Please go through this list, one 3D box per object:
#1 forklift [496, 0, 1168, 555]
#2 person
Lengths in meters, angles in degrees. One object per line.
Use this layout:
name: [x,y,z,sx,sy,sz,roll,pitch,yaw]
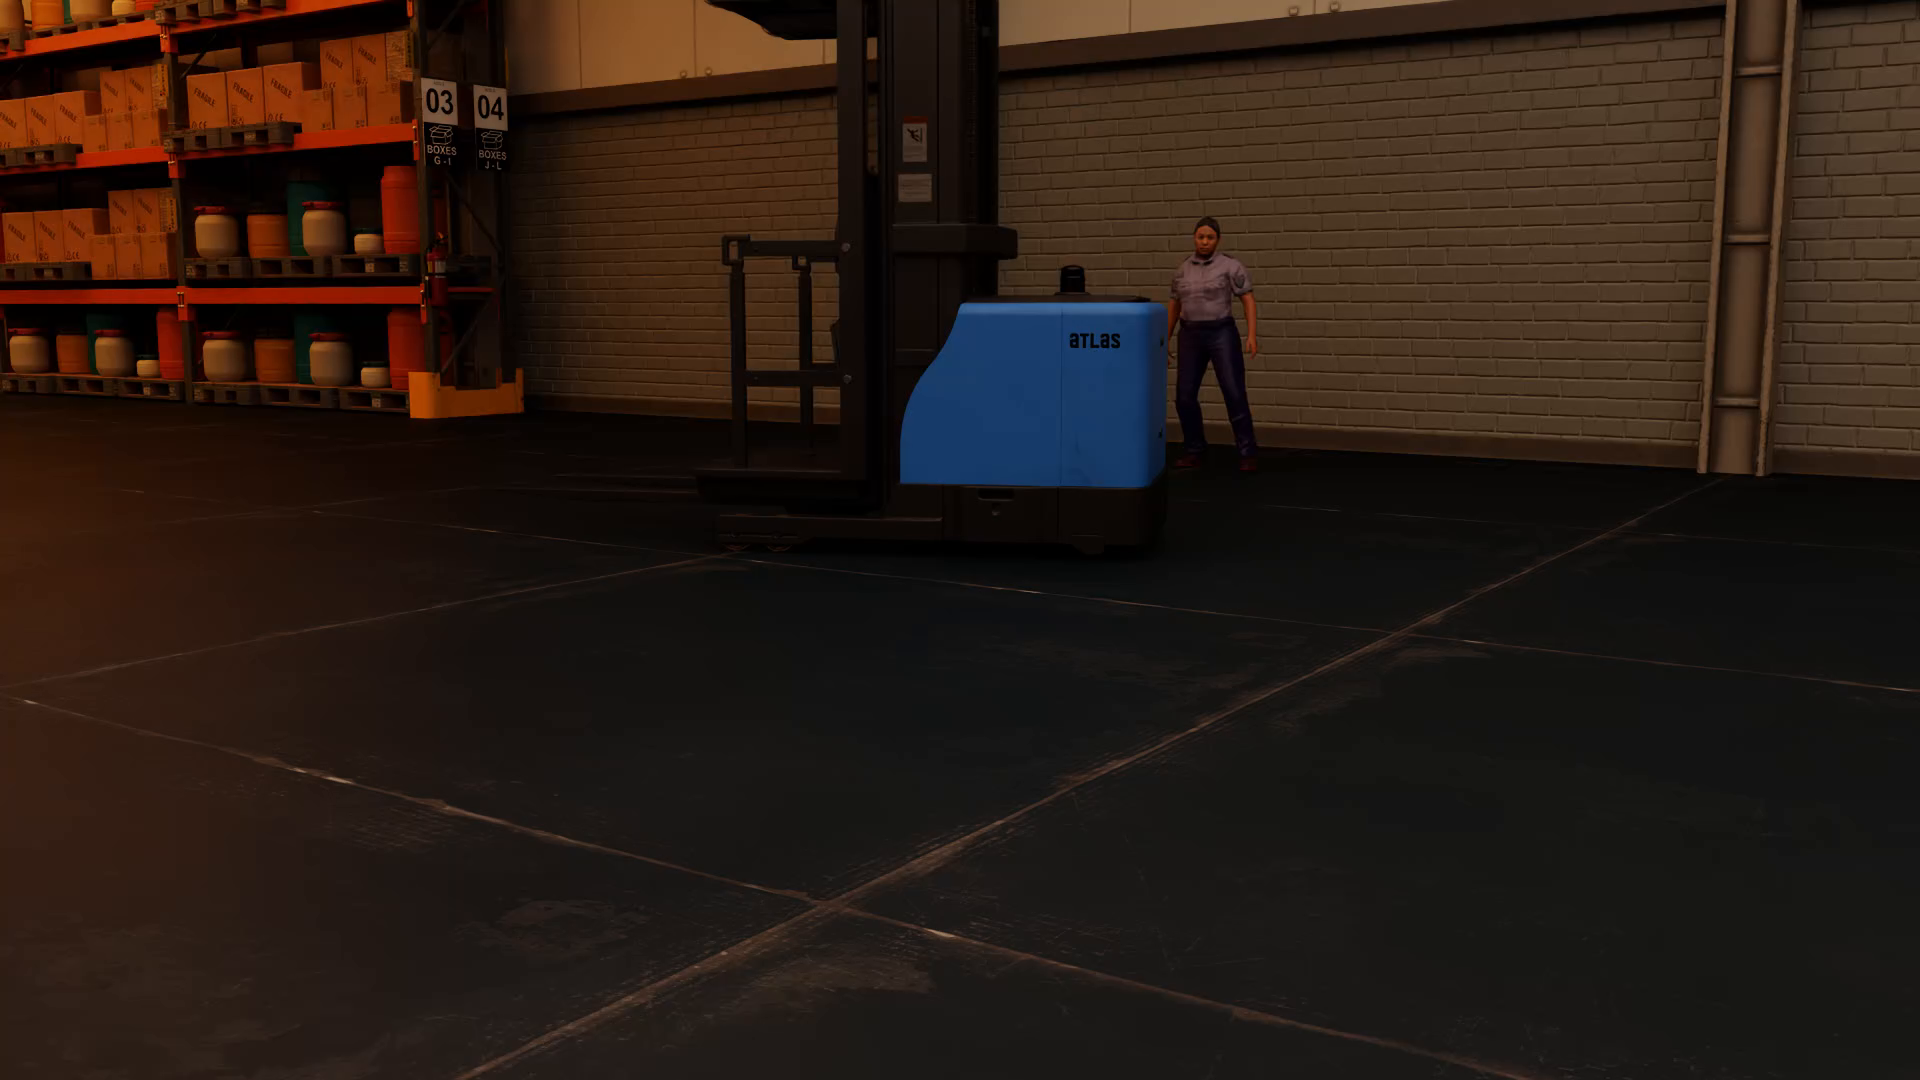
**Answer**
forklift: [-0.596,-1.469,7.520,3.031,2.935,1.130,2,8,12]
person: [1.642,-1.282,10.861,0.744,1.627,0.386,5,9,30]
